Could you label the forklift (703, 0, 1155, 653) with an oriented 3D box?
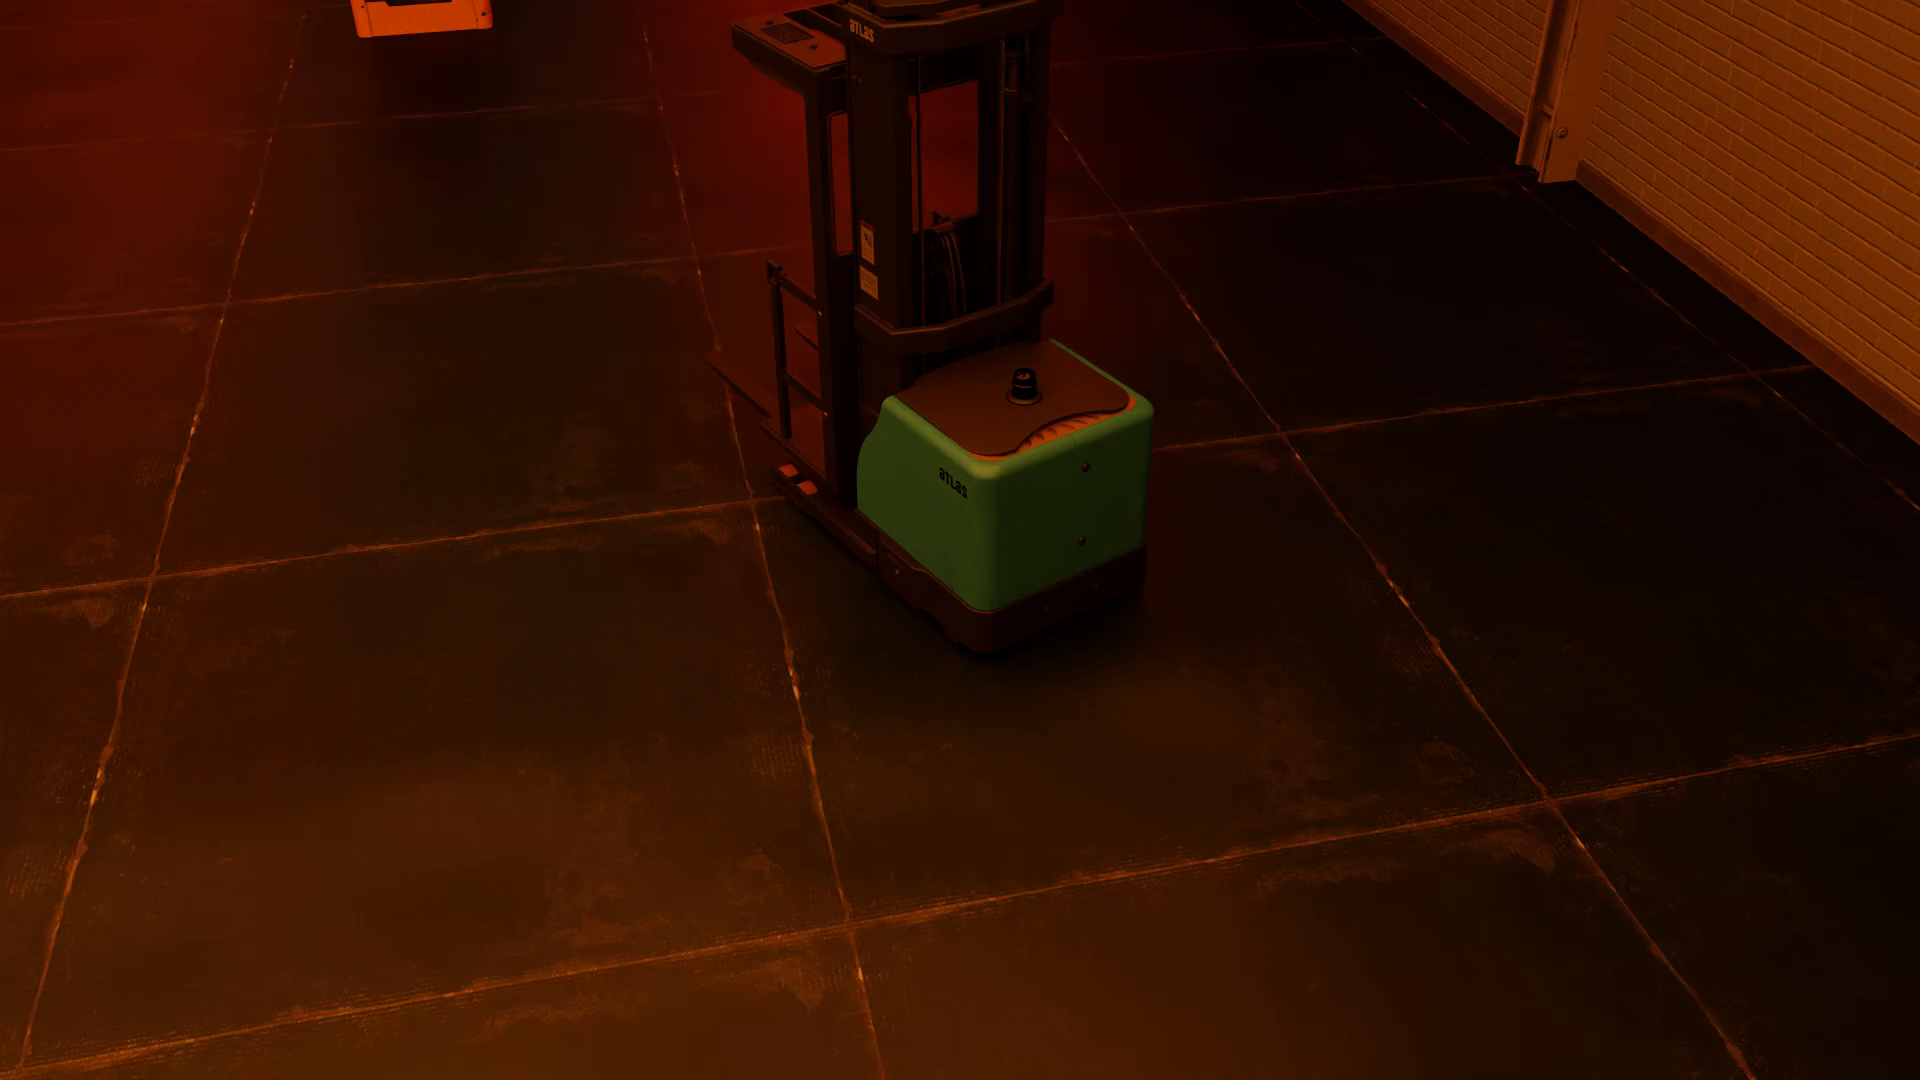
[{"bbox_3d":[-0.350,-1.480,8.107,1.130,2.935,3.031,-22,41,-28],"label":"forklift"}]
